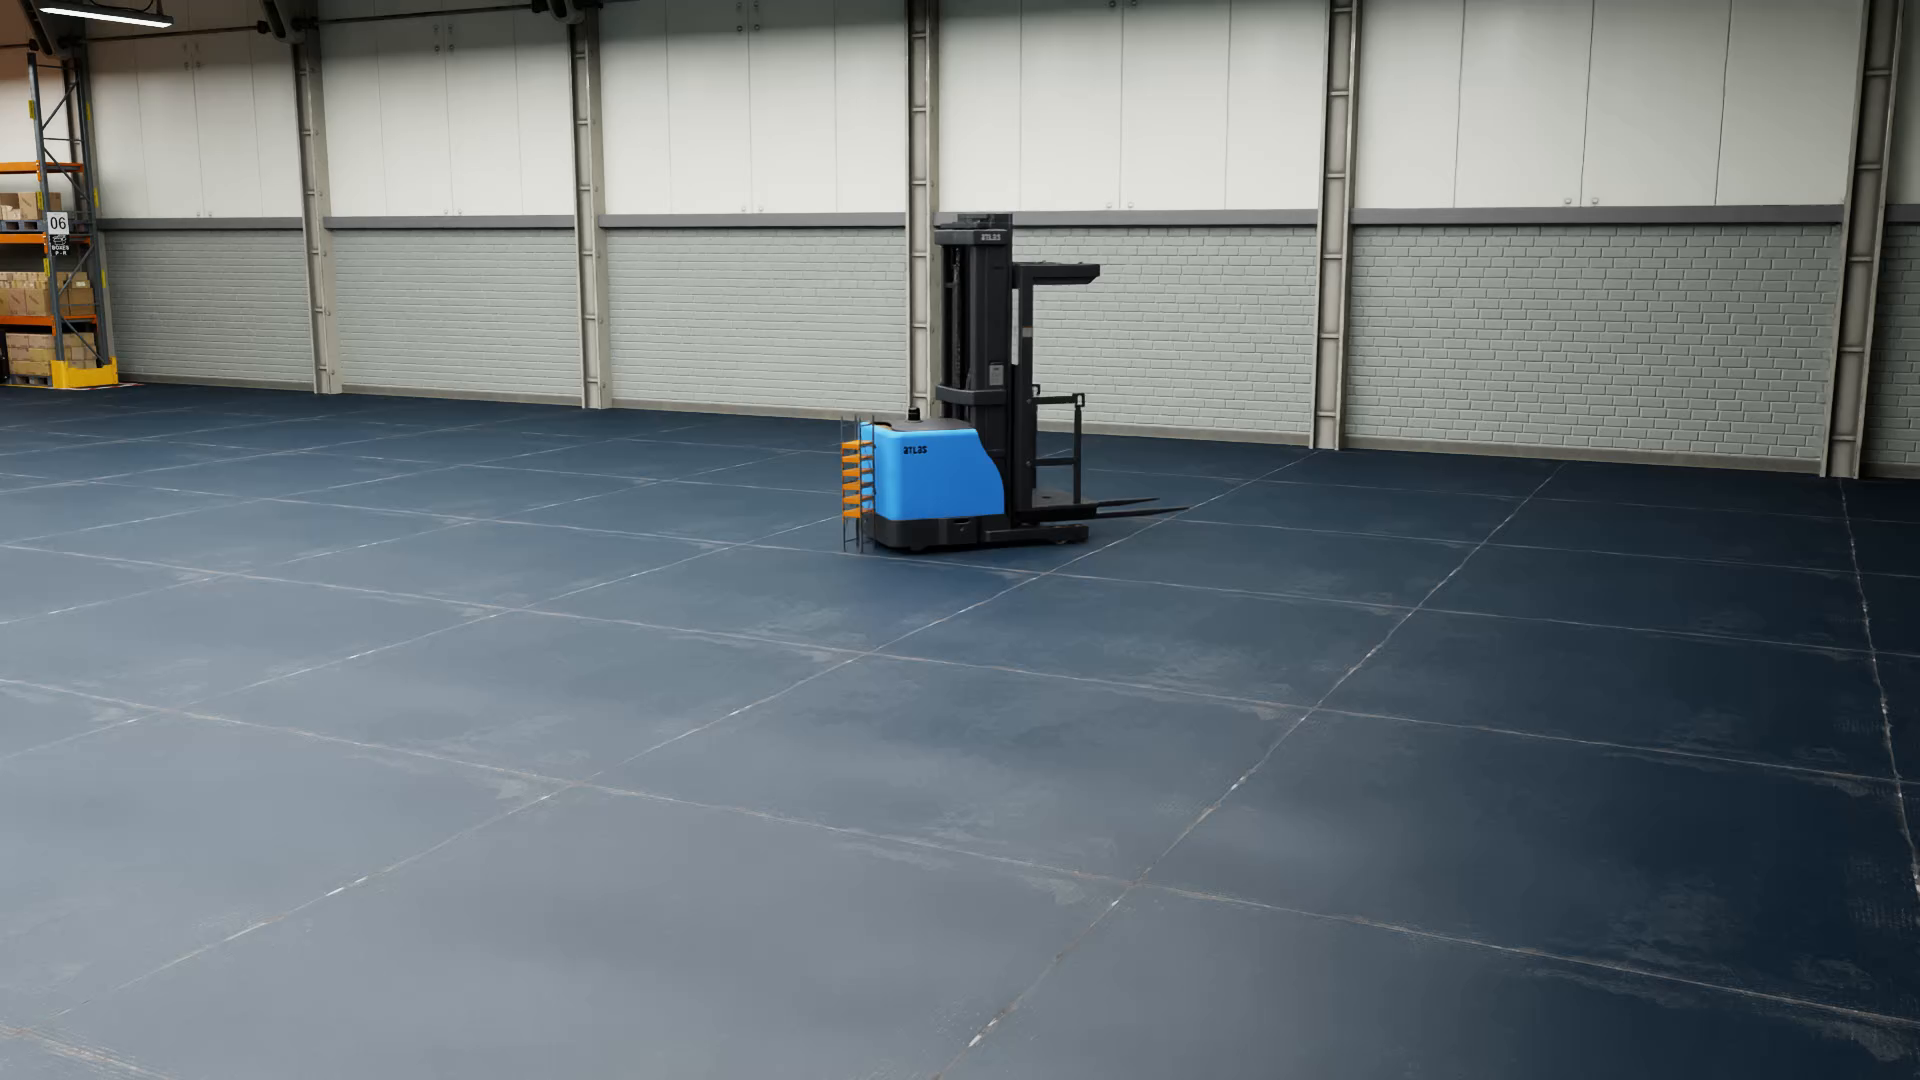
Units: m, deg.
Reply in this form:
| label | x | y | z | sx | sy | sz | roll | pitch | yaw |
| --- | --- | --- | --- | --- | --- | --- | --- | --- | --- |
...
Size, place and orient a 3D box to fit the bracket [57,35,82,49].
| label | x | y | z | sx | sy | sz | roll | pitch | yaw |
| --- | --- | --- | --- | --- | --- | --- | --- | --- | --- |
| bracket | -16.469 | -9.216 | 30.778 | 0.430 | 0.232 | 0.235 | 5 | 11 | 26 |

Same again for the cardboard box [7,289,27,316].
| label | x | y | z | sx | sy | sz | roll | pitch | yaw |
| --- | --- | --- | --- | --- | --- | --- | --- | --- | --- |
| cardboard box | -17.477 | -4.472 | 31.236 | 0.500 | 0.500 | 0.500 | 5 | 12 | 28 |

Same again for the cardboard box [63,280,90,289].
| label | x | y | z | sx | sy | sz | roll | pitch | yaw |
| --- | --- | --- | --- | --- | --- | --- | --- | --- | --- |
| cardboard box | -16.648 | -4.820 | 31.338 | 0.250 | 0.149 | 0.380 | 5 | 11 | 24 |

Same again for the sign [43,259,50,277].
| label | x | y | z | sx | sy | sz | roll | pitch | yaw |
| --- | --- | --- | --- | --- | --- | --- | --- | --- | --- |
| sign | -16.711 | -4.984 | 30.431 | 0.005 | 0.325 | 0.100 | 5 | 11 | 26 |

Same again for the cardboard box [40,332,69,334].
| label | x | y | z | sx | sy | sz | roll | pitch | yaw |
| --- | --- | --- | --- | --- | --- | --- | --- | --- | --- |
| cardboard box | -17.256 | -3.836 | 31.737 | 0.500 | 0.250 | 0.500 | 5 | 11 | 26 |

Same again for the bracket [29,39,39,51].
| label | x | y | z | sx | sy | sz | roll | pitch | yaw |
| --- | --- | --- | --- | --- | --- | --- | --- | --- | --- |
| bracket | -17.214 | -9.282 | 31.139 | 0.430 | 0.232 | 0.235 | 5 | 11 | 26 |

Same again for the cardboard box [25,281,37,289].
| label | x | y | z | sx | sy | sz | roll | pitch | yaw |
| --- | --- | --- | --- | --- | --- | --- | --- | --- | --- |
| cardboard box | -17.136 | -4.750 | 30.950 | 0.250 | 0.149 | 0.380 | 5 | 12 | 27 |

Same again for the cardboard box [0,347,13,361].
| label | x | y | z | sx | sy | sz | roll | pitch | yaw |
| --- | --- | --- | --- | --- | --- | --- | --- | --- | --- |
| cardboard box | -17.951 | -3.550 | 31.561 | 0.500 | 0.250 | 0.500 | 5 | 11 | 25 |

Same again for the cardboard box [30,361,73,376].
| label | x | y | z | sx | sy | sz | roll | pitch | yaw |
| --- | --- | --- | --- | --- | --- | --- | --- | --- | --- |
| cardboard box | -17.020 | -3.224 | 31.161 | 0.500 | 0.250 | 0.500 | 5 | 11 | 26 |

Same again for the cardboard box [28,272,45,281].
| label | x | y | z | sx | sy | sz | roll | pitch | yaw |
| --- | --- | --- | --- | --- | --- | --- | --- | --- | --- |
| cardboard box | -17.108 | -4.907 | 30.985 | 0.250 | 0.149 | 0.380 | 5 | 11 | 26 |

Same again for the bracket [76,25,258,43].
| label | x | y | z | sx | sy | sz | roll | pitch | yaw |
| --- | --- | --- | --- | --- | --- | --- | --- | --- | --- |
| bracket | -14.143 | -9.012 | 29.648 | 4.783 | 0.066 | 0.076 | 5 | 11 | 26 |

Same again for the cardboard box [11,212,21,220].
| label | x | y | z | sx | sy | sz | roll | pitch | yaw |
| --- | --- | --- | --- | --- | --- | --- | --- | --- | --- |
| cardboard box | -17.336 | -6.009 | 30.830 | 0.250 | 0.149 | 0.380 | 5 | 11 | 24 |

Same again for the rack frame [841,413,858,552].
| label | x | y | z | sx | sy | sz | roll | pitch | yaw |
| --- | --- | --- | --- | --- | --- | --- | --- | --- | --- |
| rack frame | -0.973 | -0.507 | 14.663 | 0.006 | 1.200 | 0.240 | 5 | 11 | 28 |

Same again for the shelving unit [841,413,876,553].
| label | x | y | z | sx | sy | sz | roll | pitch | yaw |
| --- | --- | --- | --- | --- | --- | --- | --- | --- | --- |
| shelving unit | -0.892 | -0.500 | 14.620 | 0.189 | 1.200 | 0.258 | 5 | 11 | 28 |

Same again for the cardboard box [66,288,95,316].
| label | x | y | z | sx | sy | sz | roll | pitch | yaw |
| --- | --- | --- | --- | --- | --- | --- | --- | --- | --- |
| cardboard box | -16.780 | -4.516 | 31.480 | 0.500 | 0.500 | 0.500 | 5 | 12 | 28 |

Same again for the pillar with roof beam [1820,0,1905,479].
| label | x | y | z | sx | sy | sz | roll | pitch | yaw |
| --- | --- | --- | --- | --- | --- | --- | --- | --- | --- |
| pillar with roof beam | 8.314 | -4.483 | 14.731 | 0.400 | 9.000 | 9.100 | 5 | 11 | 26 |

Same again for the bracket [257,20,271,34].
| label | x | y | z | sx | sy | sz | roll | pitch | yaw |
| --- | --- | --- | --- | --- | --- | --- | --- | --- | --- |
| bracket | -11.833 | -8.809 | 28.527 | 0.430 | 0.232 | 0.235 | 5 | 11 | 26 |

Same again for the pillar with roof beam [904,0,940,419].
| label | x | y | z | sx | sy | sz | roll | pitch | yaw |
| --- | --- | --- | --- | --- | --- | --- | --- | --- | --- |
| pillar with roof beam | -2.447 | -5.428 | 19.956 | 0.548 | 9.000 | 9.100 | 5 | 11 | 26 |

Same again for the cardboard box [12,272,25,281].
| label | x | y | z | sx | sy | sz | roll | pitch | yaw |
| --- | --- | --- | --- | --- | --- | --- | --- | --- | --- |
| cardboard box | -17.545 | -4.955 | 31.249 | 0.250 | 0.149 | 0.380 | 5 | 11 | 26 |

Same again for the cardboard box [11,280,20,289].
| label | x | y | z | sx | sy | sz | roll | pitch | yaw |
| --- | --- | --- | --- | --- | --- | --- | --- | --- | --- |
| cardboard box | -17.559 | -4.801 | 31.235 | 0.250 | 0.149 | 0.380 | 5 | 11 | 25 |

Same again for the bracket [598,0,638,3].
| label | x | y | z | sx | sy | sz | roll | pitch | yaw |
| --- | --- | --- | --- | --- | --- | --- | --- | --- | --- |
| bracket | -3.382 | -8.066 | 24.424 | 4.783 | 0.066 | 0.076 | 5 | 11 | 26 |

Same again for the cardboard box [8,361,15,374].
| label | x | y | z | sx | sy | sz | roll | pitch | yaw |
| --- | --- | --- | --- | --- | --- | --- | --- | --- | --- |
| cardboard box | -17.906 | -3.305 | 31.612 | 0.500 | 0.250 | 0.500 | 5 | 11 | 26 |

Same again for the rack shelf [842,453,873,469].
| label | x | y | z | sx | sy | sz | roll | pitch | yaw |
| --- | --- | --- | --- | --- | --- | --- | --- | --- | --- |
| rack shelf | -0.893 | -0.693 | 14.586 | 0.180 | 0.103 | 0.258 | 5 | 11 | 28 |

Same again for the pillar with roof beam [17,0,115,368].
| label | x | y | z | sx | sy | sz | roll | pitch | yaw |
| --- | --- | --- | --- | --- | --- | --- | --- | --- | --- |
| pillar with roof beam | -18.589 | -6.847 | 27.793 | 0.548 | 9.000 | 9.100 | 5 | 11 | 26 |

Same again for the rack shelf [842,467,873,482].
| label | x | y | z | sx | sy | sz | roll | pitch | yaw |
| --- | --- | --- | --- | --- | --- | --- | --- | --- | --- |
| rack shelf | -0.892 | -0.574 | 14.607 | 0.180 | 0.103 | 0.258 | 5 | 11 | 28 |

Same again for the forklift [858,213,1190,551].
| label | x | y | z | sx | sy | sz | roll | pitch | yaw |
| --- | --- | --- | --- | --- | --- | --- | --- | --- | --- |
| forklift | 0.632 | -1.484 | 15.197 | 3.031 | 2.935 | 1.130 | -4 | 11 | -21 |

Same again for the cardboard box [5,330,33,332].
| label | x | y | z | sx | sy | sz | roll | pitch | yaw |
| --- | --- | --- | --- | --- | --- | --- | --- | --- | --- |
| cardboard box | -18.156 | -3.919 | 32.193 | 0.500 | 0.250 | 0.500 | 5 | 11 | 25 |

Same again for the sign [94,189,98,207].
| label | x | y | z | sx | sy | sz | roll | pitch | yaw |
| --- | --- | --- | --- | --- | --- | --- | --- | --- | --- |
| sign | -16.208 | -6.417 | 31.163 | 0.005 | 0.325 | 0.100 | 5 | 11 | 26 |

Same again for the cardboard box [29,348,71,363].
| label | x | y | z | sx | sy | sz | roll | pitch | yaw |
| --- | --- | --- | --- | --- | --- | --- | --- | --- | --- |
| cardboard box | -17.034 | -3.472 | 31.127 | 0.500 | 0.250 | 0.500 | 5 | 11 | 25 |

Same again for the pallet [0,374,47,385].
| label | x | y | z | sx | sy | sz | roll | pitch | yaw |
| --- | --- | --- | --- | --- | --- | --- | --- | --- | --- |
| pallet | -18.253 | -3.161 | 32.105 | 1.213 | 0.211 | 1.003 | 5 | 11 | 26 |

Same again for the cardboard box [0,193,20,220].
| label | x | y | z | sx | sy | sz | roll | pitch | yaw |
| --- | --- | --- | --- | --- | --- | --- | --- | --- | --- |
| cardboard box | -17.838 | -6.257 | 31.217 | 0.500 | 0.500 | 0.700 | 5 | 11 | 26 |

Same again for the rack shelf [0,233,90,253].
| label | x | y | z | sx | sy | sz | roll | pitch | yaw |
| --- | --- | --- | --- | --- | --- | --- | --- | --- | --- |
| rack shelf | -18.252 | -5.663 | 31.696 | 4.000 | 0.370 | 1.077 | 5 | 11 | 26 |

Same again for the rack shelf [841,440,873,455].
| label | x | y | z | sx | sy | sz | roll | pitch | yaw |
| --- | --- | --- | --- | --- | --- | --- | --- | --- | --- |
| rack shelf | -0.894 | -0.811 | 14.565 | 0.180 | 0.103 | 0.258 | 5 | 11 | 28 |

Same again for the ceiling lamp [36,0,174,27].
| label | x | y | z | sx | sy | sz | roll | pitch | yaw |
| --- | --- | --- | --- | --- | --- | --- | --- | --- | --- |
| ceiling lamp | -12.082 | -9.059 | 23.626 | 0.800 | 3.185 | 2.000 | 5 | 11 | 26 |

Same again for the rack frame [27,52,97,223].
| label | x | y | z | sx | sy | sz | roll | pitch | yaw |
| --- | --- | --- | --- | --- | --- | --- | --- | --- | --- |
| rack frame | -16.459 | -7.336 | 30.494 | 0.127 | 3.000 | 1.000 | 5 | 11 | 26 |

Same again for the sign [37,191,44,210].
| label | x | y | z | sx | sy | sz | roll | pitch | yaw |
| --- | --- | --- | --- | --- | --- | --- | --- | --- | --- |
| sign | -16.711 | -6.171 | 30.216 | 0.005 | 0.325 | 0.100 | 5 | 11 | 26 |

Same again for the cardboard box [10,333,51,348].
| label | x | y | z | sx | sy | sz | roll | pitch | yaw |
| --- | --- | --- | --- | --- | --- | --- | --- | --- | --- |
| cardboard box | -17.470 | -3.755 | 31.289 | 0.500 | 0.250 | 0.500 | 5 | 12 | 27 |

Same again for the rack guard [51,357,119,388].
| label | x | y | z | sx | sy | sz | roll | pitch | yaw |
| --- | --- | --- | --- | --- | --- | --- | --- | --- | --- |
| rack guard | -16.437 | -3.152 | 31.240 | 0.348 | 0.500 | 1.175 | 5 | 11 | 26 |

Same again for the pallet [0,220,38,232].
| label | x | y | z | sx | sy | sz | roll | pitch | yaw |
| --- | --- | --- | --- | --- | --- | --- | --- | --- | --- |
| pallet | -18.179 | -5.972 | 31.629 | 1.213 | 0.211 | 1.003 | 5 | 11 | 26 |
